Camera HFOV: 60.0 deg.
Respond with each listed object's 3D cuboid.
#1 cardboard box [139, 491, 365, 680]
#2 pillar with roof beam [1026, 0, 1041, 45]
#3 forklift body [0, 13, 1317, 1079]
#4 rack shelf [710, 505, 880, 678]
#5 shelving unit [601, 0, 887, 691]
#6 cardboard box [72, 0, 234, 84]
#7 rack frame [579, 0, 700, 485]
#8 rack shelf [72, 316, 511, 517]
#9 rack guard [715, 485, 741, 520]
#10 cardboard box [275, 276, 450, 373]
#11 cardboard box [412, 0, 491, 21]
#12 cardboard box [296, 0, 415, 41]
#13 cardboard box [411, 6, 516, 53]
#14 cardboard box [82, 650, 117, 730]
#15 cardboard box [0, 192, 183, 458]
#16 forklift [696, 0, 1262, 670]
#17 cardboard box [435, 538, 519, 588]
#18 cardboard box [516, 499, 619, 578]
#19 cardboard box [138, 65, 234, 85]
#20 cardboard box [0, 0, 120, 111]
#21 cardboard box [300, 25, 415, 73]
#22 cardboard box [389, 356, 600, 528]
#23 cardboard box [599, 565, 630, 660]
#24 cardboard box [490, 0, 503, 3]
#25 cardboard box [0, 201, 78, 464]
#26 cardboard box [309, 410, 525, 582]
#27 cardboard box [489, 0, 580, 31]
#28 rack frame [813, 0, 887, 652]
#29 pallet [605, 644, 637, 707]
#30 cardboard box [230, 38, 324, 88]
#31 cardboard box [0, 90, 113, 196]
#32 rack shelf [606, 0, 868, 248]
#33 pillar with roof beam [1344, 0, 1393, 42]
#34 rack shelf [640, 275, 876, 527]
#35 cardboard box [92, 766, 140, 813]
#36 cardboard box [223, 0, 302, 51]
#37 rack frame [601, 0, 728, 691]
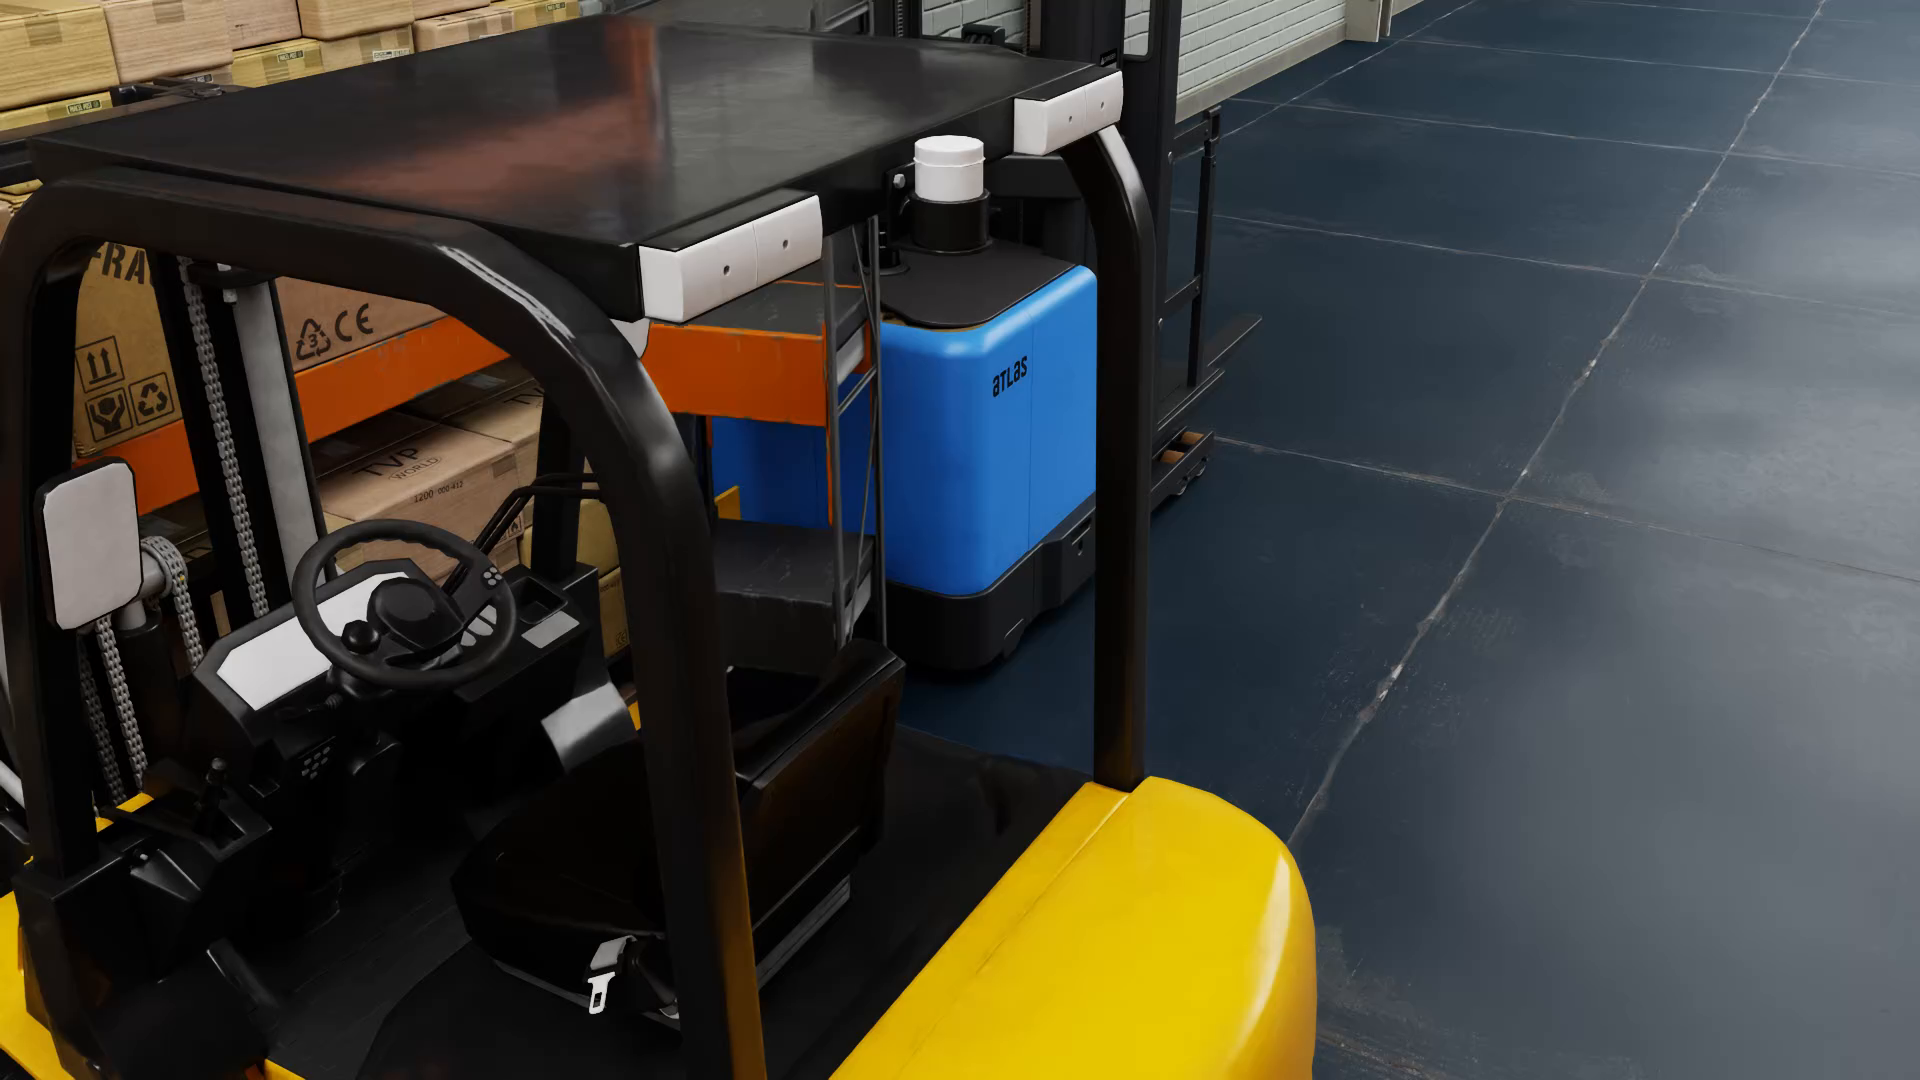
[{"bbox_3d":[-1.674,0.111,3.663,0.500,0.250,0.500,15,30,27],"label":"cardboard box"},{"bbox_3d":[4.339,-5.131,5.948,9.100,9.000,0.400,14,30,26],"label":"pillar with roof beam"},{"bbox_3d":[-0.578,0.389,2.570,2.313,2.155,1.214,14,30,26],"label":"forklift body"},{"bbox_3d":[-0.497,0.249,4.498,0.480,0.518,0.431,6,27,12],"label":"rack shelf"},{"bbox_3d":[-0.496,-0.391,4.182,0.503,2.100,0.431,6,27,12],"label":"shelving unit"},{"bbox_3d":[-1.644,-0.995,3.219,0.380,0.149,0.250,15,30,27],"label":"cardboard box"},{"bbox_3d":[-1.233,-1.131,4.659,1.000,3.000,0.127,14,30,26],"label":"rack frame"},{"bbox_3d":[-2.217,-0.030,3.263,1.077,0.370,4.000,14,30,26],"label":"rack shelf"},{"bbox_3d":[-1.222,-0.023,5.237,1.175,0.500,0.348,14,30,26],"label":"rack guard"},{"bbox_3d":[-1.510,-0.726,3.738,0.500,0.500,0.500,15,30,28],"label":"cardboard box"},{"bbox_3d":[-1.320,-1.310,3.847,0.380,0.149,0.250,14,30,26],"label":"cardboard box"},{"bbox_3d":[-1.426,-1.202,3.632,0.380,0.149,0.250,15,30,27],"label":"cardboard box"},{"bbox_3d":[-1.260,-1.163,3.886,0.380,0.149,0.250,15,30,27],"label":"cardboard box"},{"bbox_3d":[-1.930,0.307,3.272,0.500,0.250,0.500,14,30,25],"label":"cardboard box"},{"bbox_3d":[-1.762,-0.526,3.339,0.500,0.500,0.500,14,30,25],"label":"cardboard box"},{"bbox_3d":[0.296,-1.558,5.587,1.130,2.935,3.031,13,30,25],"label":"forklift"},{"bbox_3d":[-1.457,0.139,4.166,0.500,0.250,0.500,14,30,26],"label":"cardboard box"},{"bbox_3d":[-1.201,-0.054,4.552,0.500,0.250,0.500,14,30,25],"label":"cardboard box"},{"bbox_3d":[-1.663,-0.867,3.294,0.380,0.149,0.250,13,29,24],"label":"cardboard box"},{"bbox_3d":[-1.767,-0.893,3.015,0.380,0.149,0.250,15,30,27],"label":"cardboard box"},{"bbox_3d":[-1.441,-1.075,3.711,0.380,0.149,0.250,15,30,27],"label":"cardboard box"},{"bbox_3d":[-1.188,-0.288,4.461,0.500,0.250,0.500,15,30,28],"label":"cardboard box"},{"bbox_3d":[-1.189,0.163,4.675,0.500,0.250,0.500,14,30,26],"label":"cardboard box"},{"bbox_3d":[-1.226,-1.413,4.053,0.380,0.149,0.250,14,30,26],"label":"cardboard box"},{"bbox_3d":[-2.000,-0.328,2.943,0.500,0.500,0.500,14,30,26],"label":"cardboard box"},{"bbox_3d":[-1.434,-0.088,4.061,0.500,0.250,0.500,15,30,27],"label":"cardboard box"},{"bbox_3d":[-1.160,-1.269,4.098,0.380,0.149,0.250,15,30,27],"label":"cardboard box"},{"bbox_3d":[-0.259,-0.365,4.130,0.015,2.100,0.400,6,27,12],"label":"rack frame"},{"bbox_3d":[-1.573,0.423,4.669,1.003,0.211,1.213,14,30,26],"label":"pallet"},{"bbox_3d":[-1.573,-0.981,3.523,0.380,0.149,0.250,14,30,26],"label":"cardboard box"},{"bbox_3d":[-1.770,-0.764,3.089,0.380,0.149,0.250,14,30,26],"label":"cardboard box"},{"bbox_3d":[-0.495,-1.006,3.878,0.480,0.518,0.431,6,27,12],"label":"rack shelf"},{"bbox_3d":[7.291,-7.470,10.619,9.100,9.000,0.400,14,30,26],"label":"pillar with roof beam"},{"bbox_3d":[-0.496,-0.379,4.188,0.480,0.518,0.431,6,27,12],"label":"rack shelf"},{"bbox_3d":[-1.942,0.539,3.367,0.500,0.250,0.500,14,30,26],"label":"cardboard box"},{"bbox_3d":[-1.613,-1.121,3.471,0.380,0.149,0.250,14,30,26],"label":"cardboard box"},{"bbox_3d":[-0.733,-0.417,4.234,0.015,2.100,0.400,6,27,12],"label":"rack frame"}]
